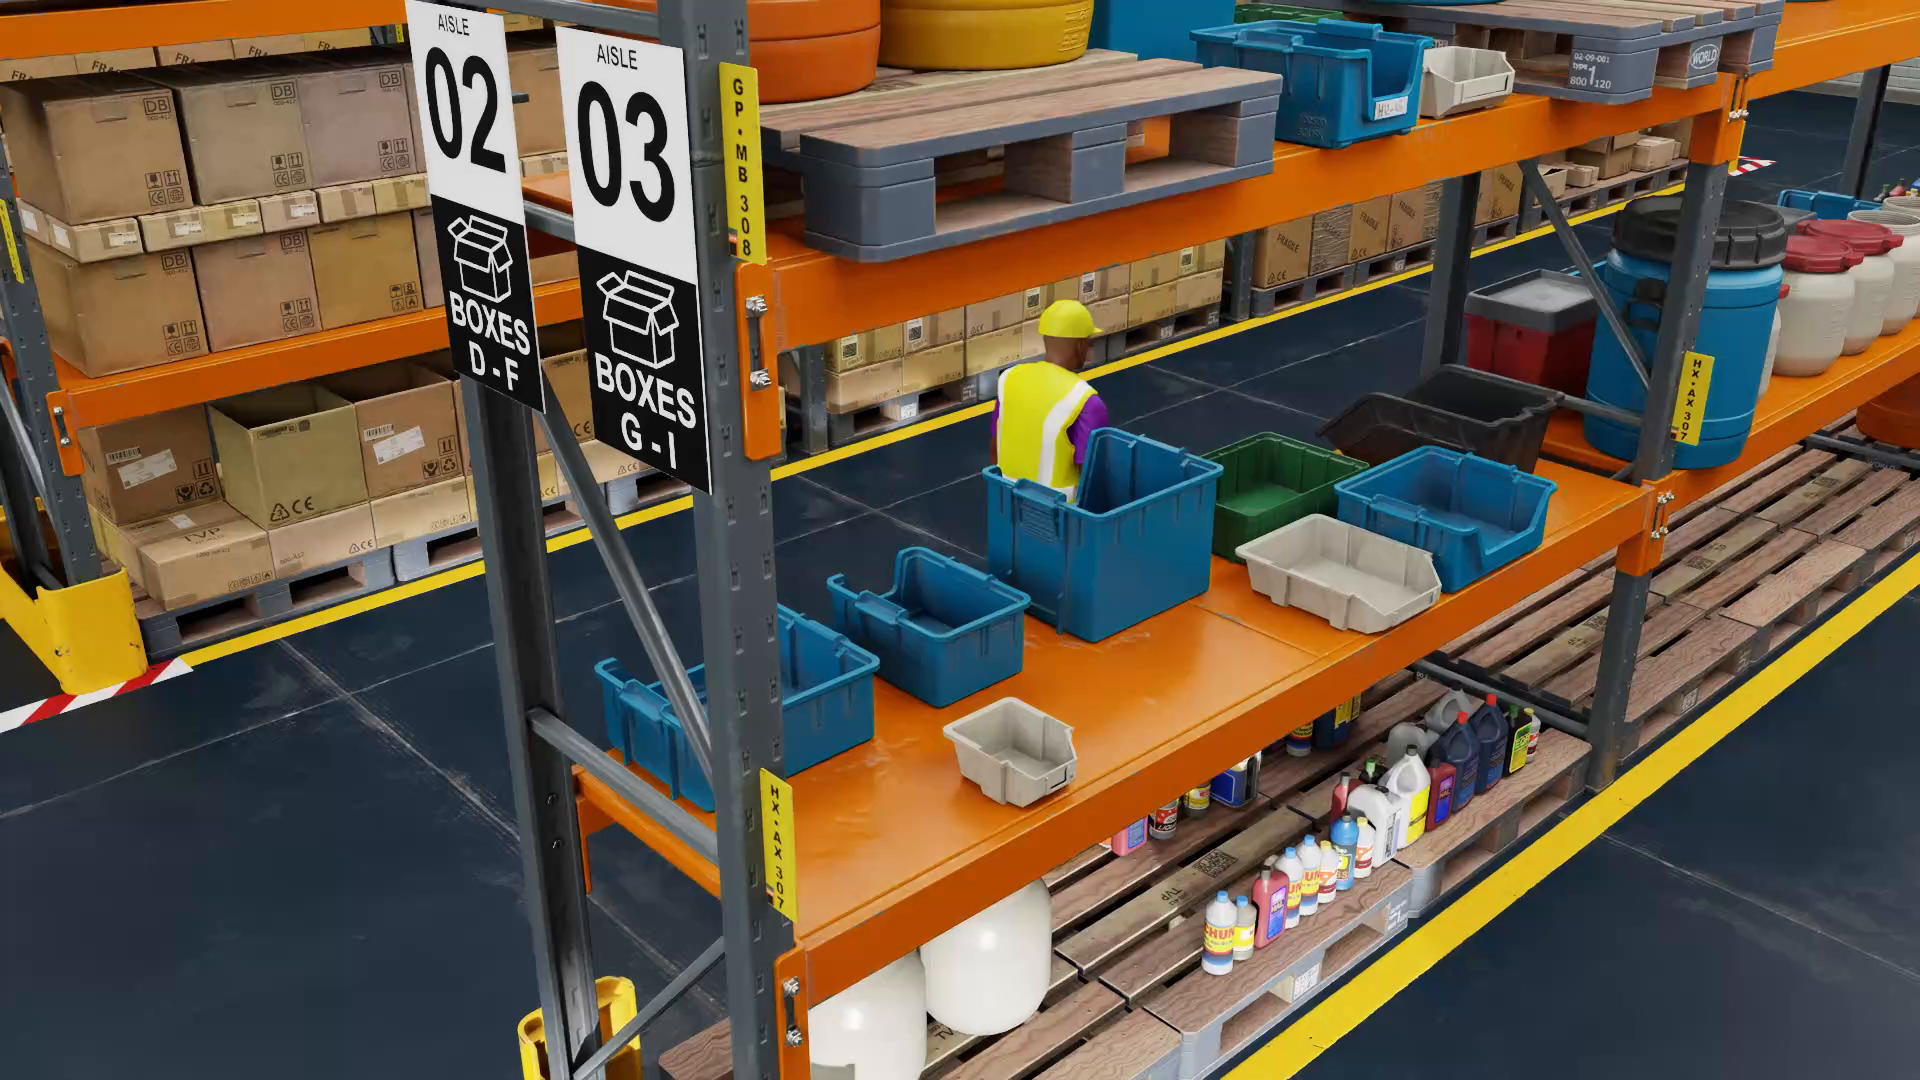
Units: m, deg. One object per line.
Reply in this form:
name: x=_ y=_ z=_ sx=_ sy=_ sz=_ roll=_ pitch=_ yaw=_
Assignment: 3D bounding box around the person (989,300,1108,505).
person: x=0.390 y=-0.115 z=6.838 sx=0.459 sy=1.760 sz=0.625 roll=-21 pitch=32 yaw=-39
